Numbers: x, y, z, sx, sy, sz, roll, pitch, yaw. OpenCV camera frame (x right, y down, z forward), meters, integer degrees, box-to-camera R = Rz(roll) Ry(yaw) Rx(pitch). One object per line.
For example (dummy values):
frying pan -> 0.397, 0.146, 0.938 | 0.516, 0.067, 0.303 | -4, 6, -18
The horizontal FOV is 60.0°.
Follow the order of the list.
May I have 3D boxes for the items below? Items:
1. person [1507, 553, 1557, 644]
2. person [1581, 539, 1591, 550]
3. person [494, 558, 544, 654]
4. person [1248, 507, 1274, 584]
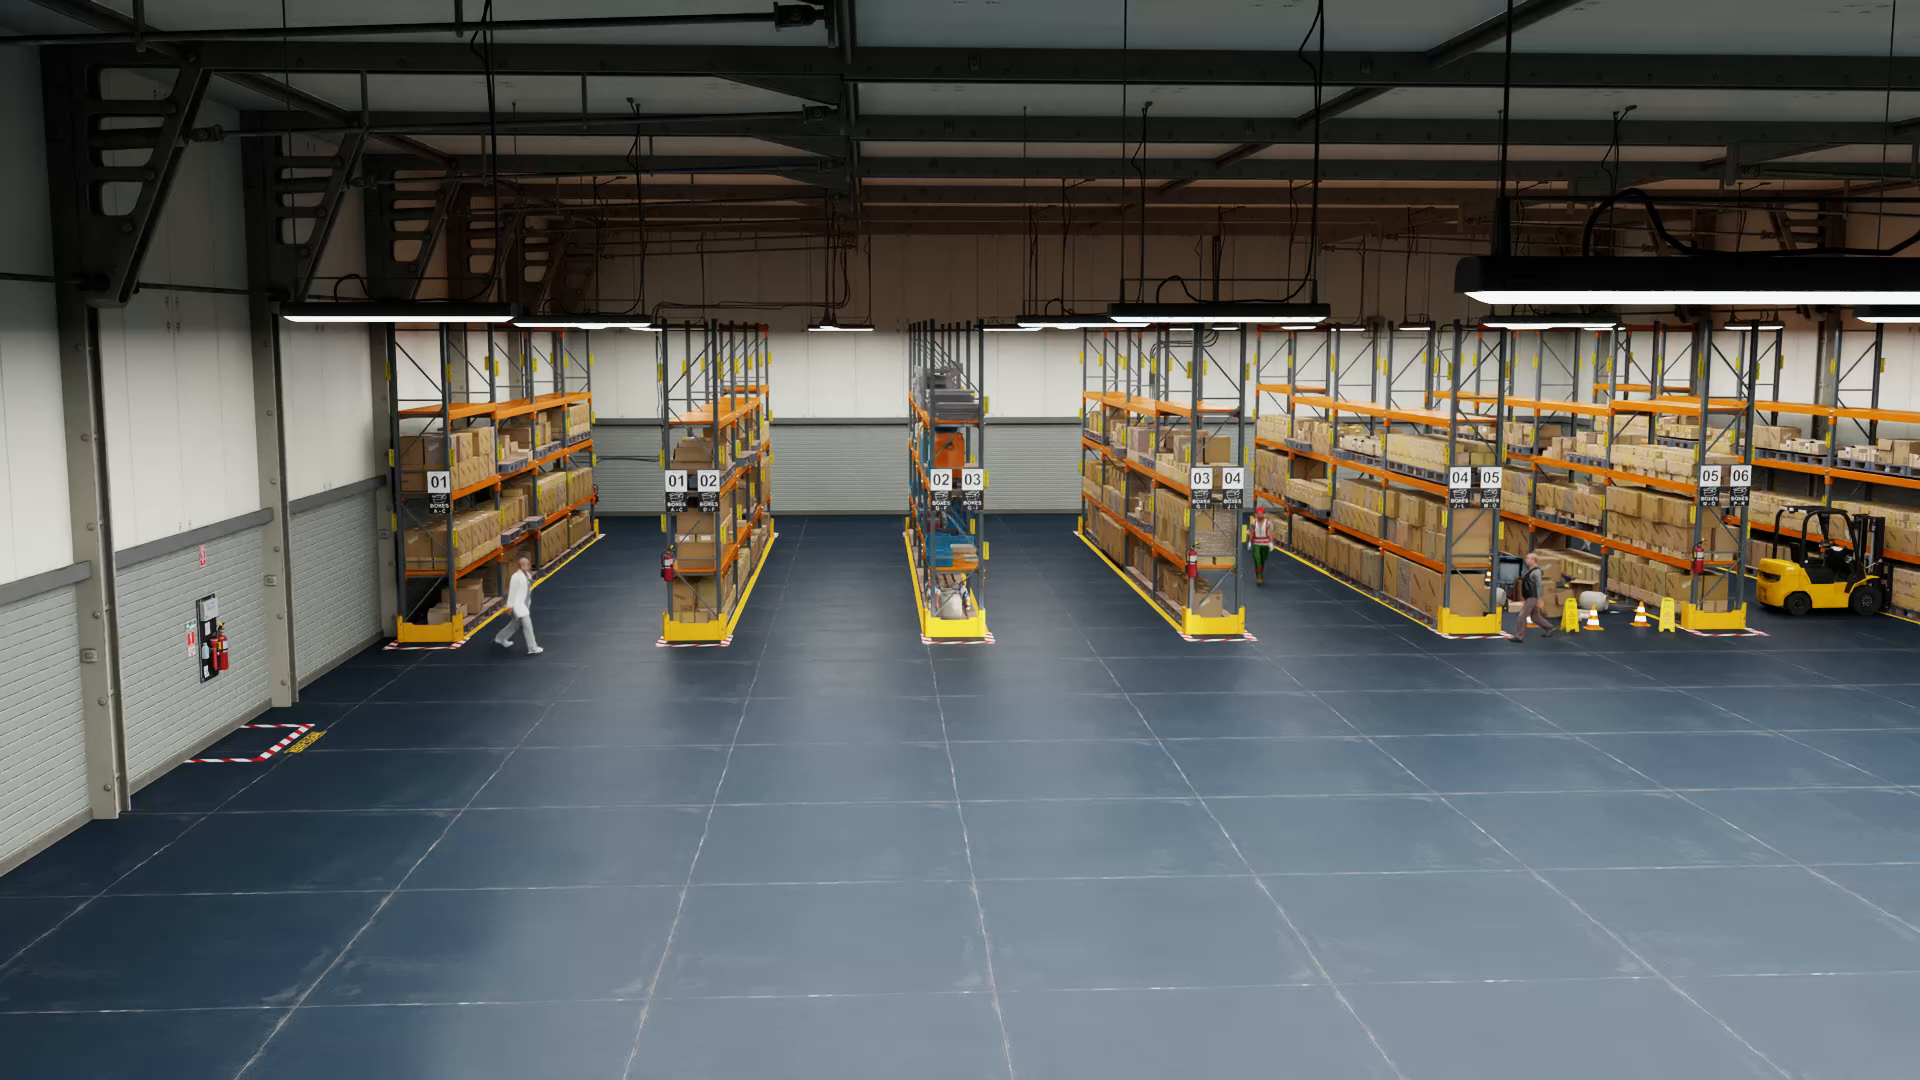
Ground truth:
person -> 10.655, 1.078, 30.867 | 0.999, 1.686, 0.542 | 0, 7, -1
person -> 16.655, -0.562, 44.161 | 0.526, 1.681, 0.433 | -5, 9, -38
person -> -7.970, 1.169, 30.007 | 1.187, 1.721, 0.610 | 3, 8, 20
person -> 6.964, 0.103, 38.371 | 0.548, 1.724, 1.061 | 0, 7, 0
